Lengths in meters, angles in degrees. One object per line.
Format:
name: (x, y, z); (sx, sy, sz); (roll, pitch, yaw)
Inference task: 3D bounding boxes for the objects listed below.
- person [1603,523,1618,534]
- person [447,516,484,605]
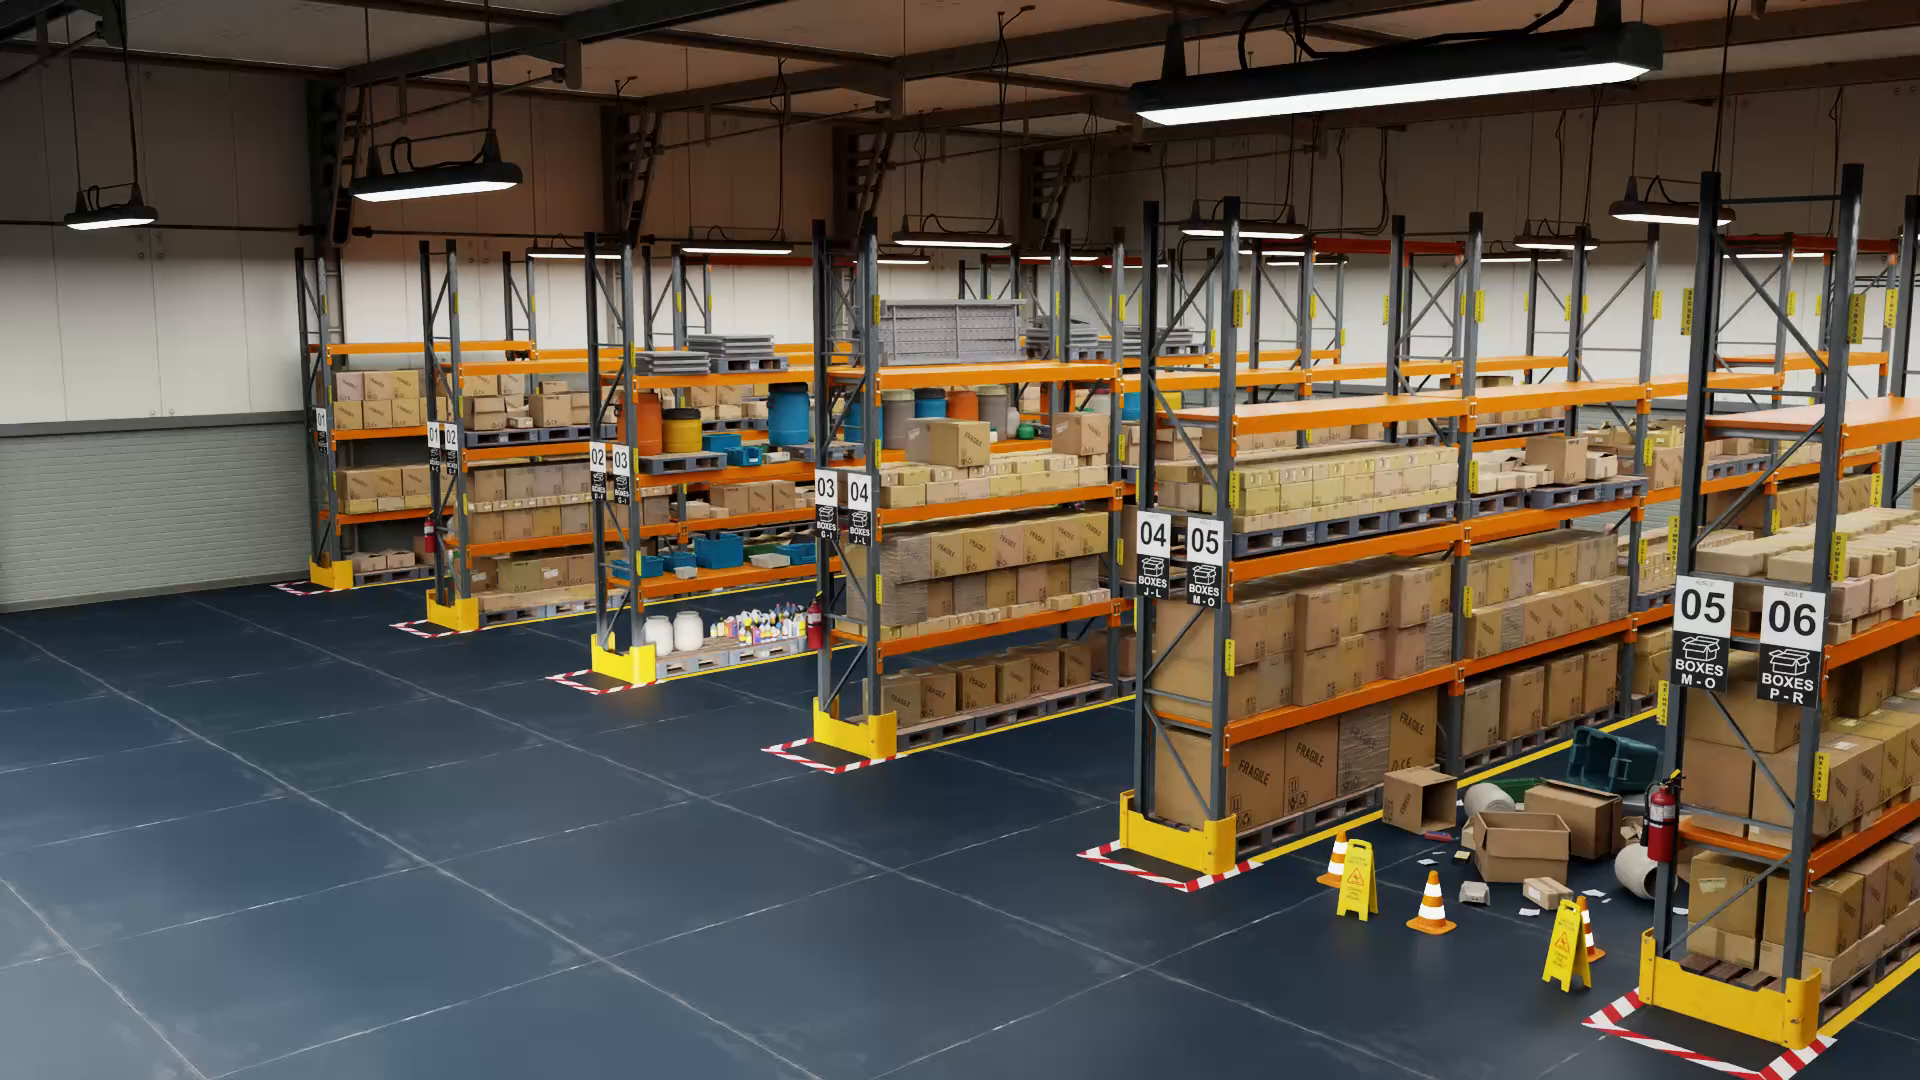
person: (9.672, 0.645, 24.929); (0.604, 1.763, 0.428); (-7, 11, -38)
person: (-8.338, 0.225, 28.035); (0.601, 1.853, 0.435); (-4, 9, -23)
